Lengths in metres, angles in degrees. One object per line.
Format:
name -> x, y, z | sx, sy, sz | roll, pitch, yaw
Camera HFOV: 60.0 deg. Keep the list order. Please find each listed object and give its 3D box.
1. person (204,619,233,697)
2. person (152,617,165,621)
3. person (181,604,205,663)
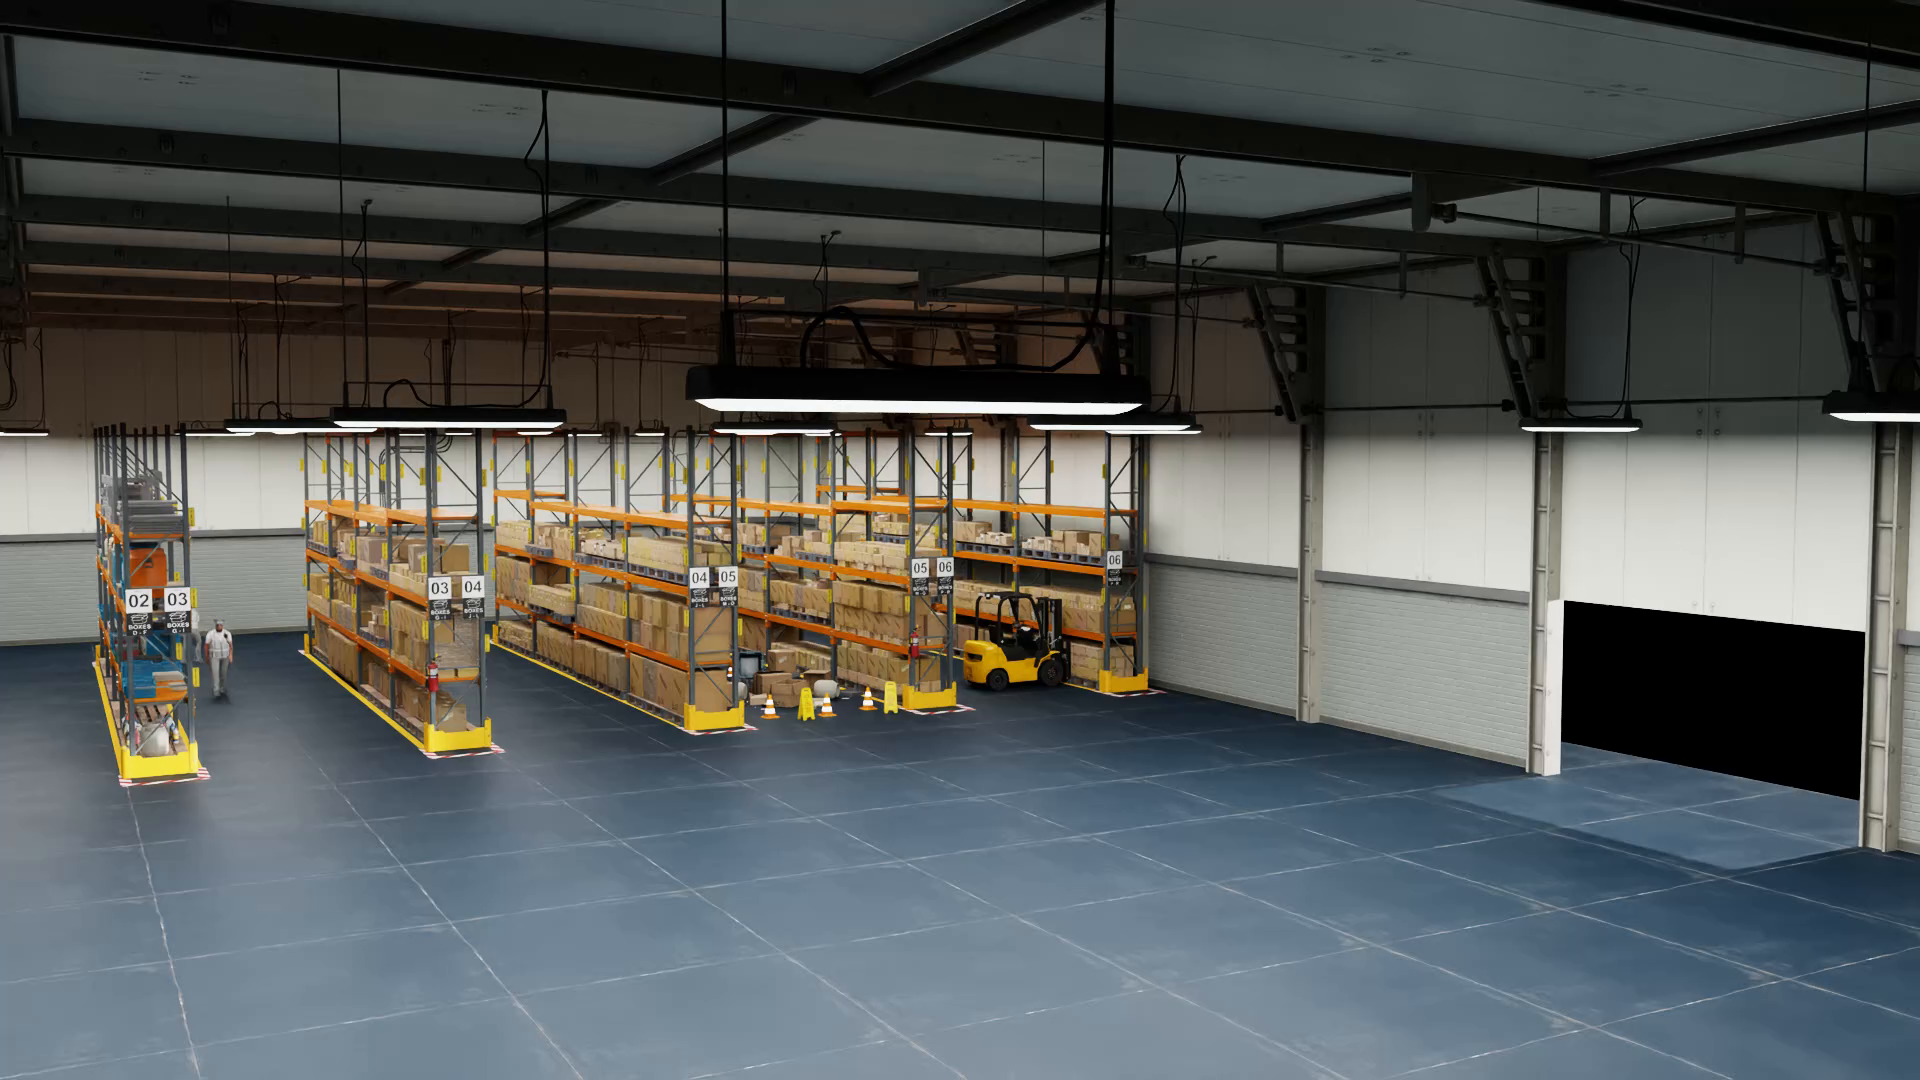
person -> -16.486, 2.598, 37.057 | 0.553, 1.711, 0.984 | -3, 5, -41
person -> -21.204, 2.232, 44.102 | 0.986, 1.623, 0.526 | 2, 4, 28
person -> -19.690, 2.329, 42.555 | 0.470, 1.712, 0.640 | 2, 4, 28
